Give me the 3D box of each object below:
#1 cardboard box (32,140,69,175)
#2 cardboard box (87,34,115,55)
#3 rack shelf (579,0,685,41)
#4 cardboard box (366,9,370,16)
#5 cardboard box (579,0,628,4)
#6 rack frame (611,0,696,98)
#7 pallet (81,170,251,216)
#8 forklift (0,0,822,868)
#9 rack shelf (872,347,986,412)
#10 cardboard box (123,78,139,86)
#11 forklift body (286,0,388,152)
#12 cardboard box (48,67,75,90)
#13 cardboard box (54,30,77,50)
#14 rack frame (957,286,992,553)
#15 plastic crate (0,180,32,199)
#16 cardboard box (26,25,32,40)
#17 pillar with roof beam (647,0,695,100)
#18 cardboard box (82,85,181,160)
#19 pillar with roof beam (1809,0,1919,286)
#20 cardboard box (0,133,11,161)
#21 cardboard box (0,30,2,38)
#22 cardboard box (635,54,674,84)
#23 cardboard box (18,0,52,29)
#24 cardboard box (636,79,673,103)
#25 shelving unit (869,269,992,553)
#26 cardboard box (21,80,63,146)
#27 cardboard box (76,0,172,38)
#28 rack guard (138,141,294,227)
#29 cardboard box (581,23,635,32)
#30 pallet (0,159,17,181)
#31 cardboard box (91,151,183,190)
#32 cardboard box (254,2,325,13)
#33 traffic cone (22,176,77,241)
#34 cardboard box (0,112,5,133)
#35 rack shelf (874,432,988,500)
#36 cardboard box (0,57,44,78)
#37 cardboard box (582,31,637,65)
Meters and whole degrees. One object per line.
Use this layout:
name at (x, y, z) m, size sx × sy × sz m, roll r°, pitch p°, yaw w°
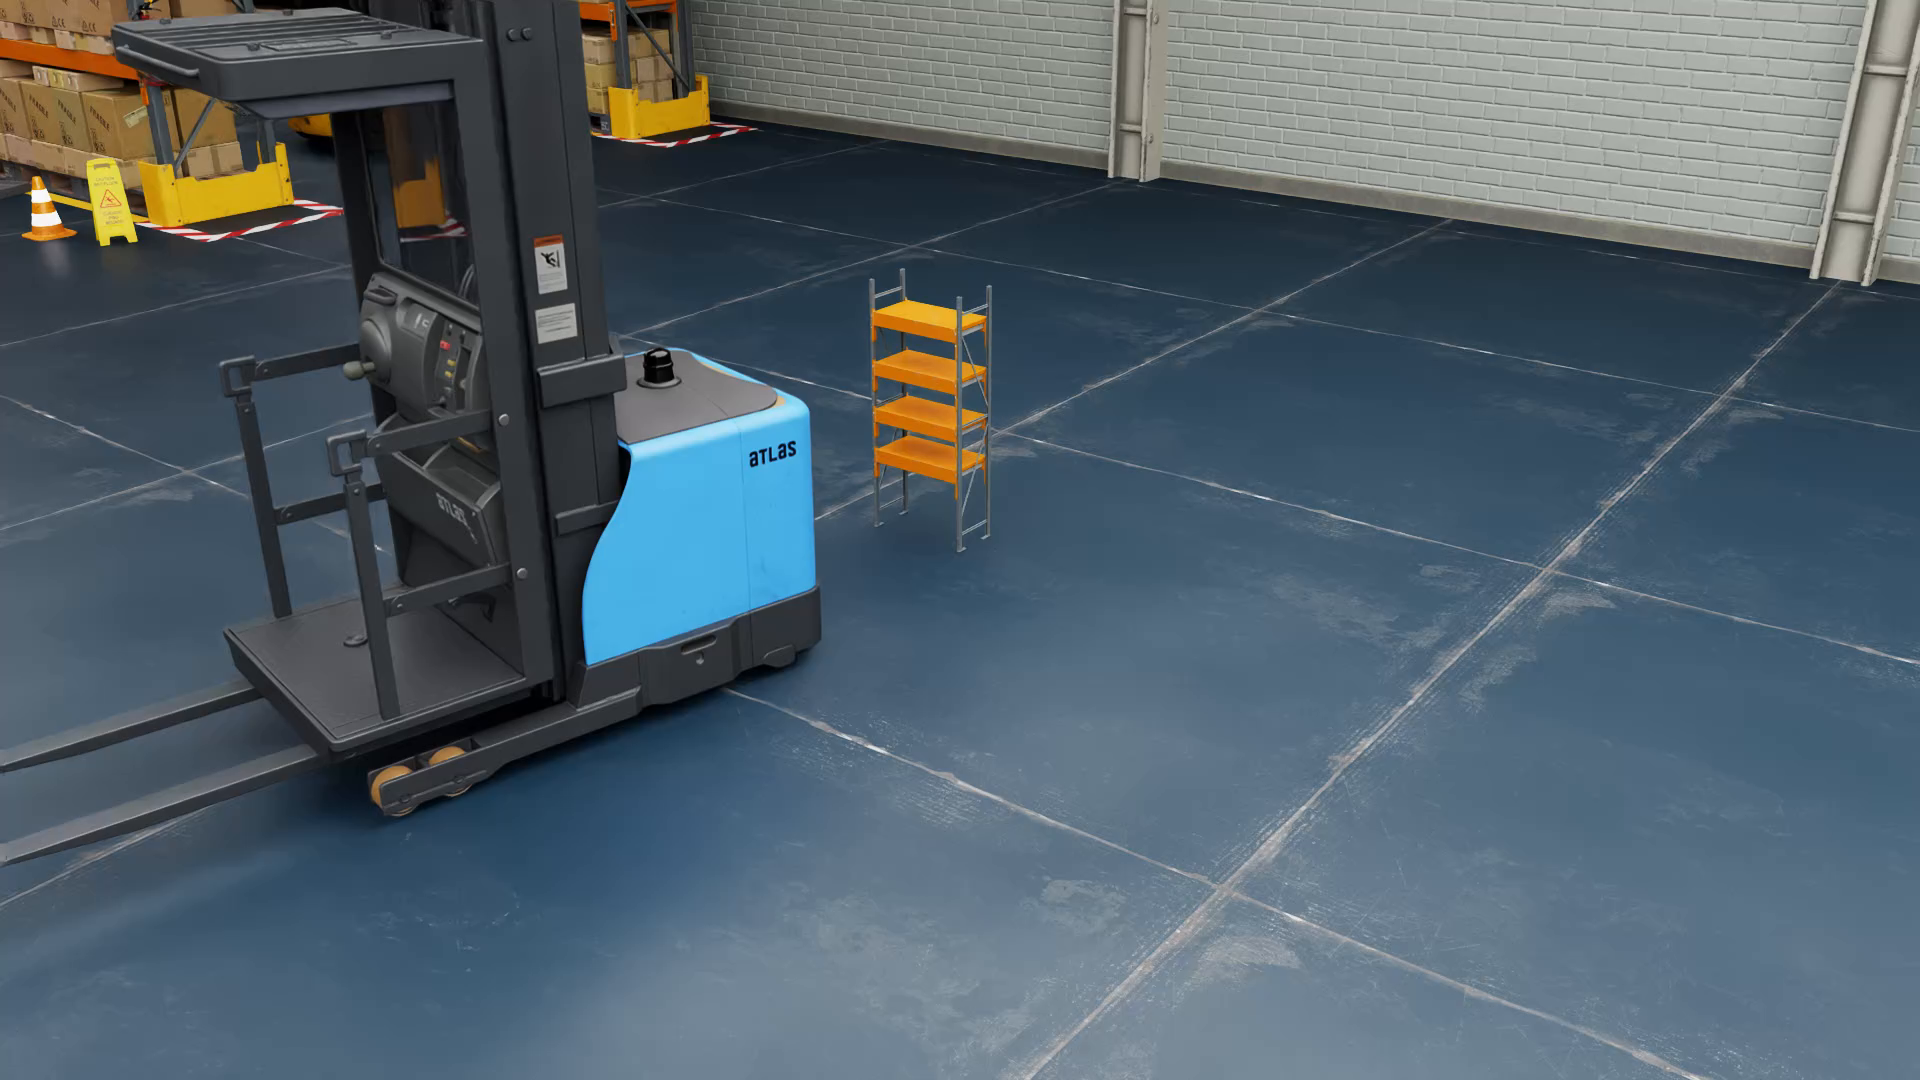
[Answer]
cardboard box at (-7.787, -3.413, 14.665) m, size 0.500 × 0.250 × 0.500 m, roll 16°, pitch 28°, yaw 31°
cardboard box at (-6.844, -4.050, 13.533) m, size 0.250 × 0.149 × 0.380 m, roll 16°, pitch 29°, yaw 33°
rack shelf at (-4.774, -5.875, 18.255) m, size 4.000 × 0.370 × 1.077 m, roll 17°, pitch 29°, yaw 33°
cardboard box at (-7.415, -6.106, 20.312) m, size 0.625 × 0.625 × 0.875 m, roll 16°, pitch 29°, yaw 33°
cardboard box at (-3.725, -5.800, 17.070) m, size 0.500 × 0.500 × 0.500 m, roll 16°, pitch 28°, yaw 32°
rack frame at (-3.173, -5.720, 17.013) m, size 0.127 × 3.000 × 1.000 m, roll 17°, pitch 29°, yaw 33°
pallet at (-6.837, -3.068, 14.452) m, size 1.213 × 0.211 × 1.003 m, roll 17°, pitch 29°, yaw 33°
forklift at (-2.008, -0.646, 5.580) m, size 3.031 × 2.935 × 1.130 m, roll -19°, pitch 30°, yaw -36°
rack shelf at (-0.132, -0.732, 7.536) m, size 0.480 × 0.148 × 0.258 m, roll 17°, pitch 29°, yaw 33°
cardboard box at (-7.067, -3.810, 14.636) m, size 0.500 × 0.500 × 0.500 m, roll 16°, pitch 28°, yaw 31°
forklift body at (-5.785, -5.202, 16.889) m, size 1.214 × 2.155 × 2.313 m, roll 17°, pitch 29°, yaw 33°
cardboard box at (-7.478, -3.930, 14.105) m, size 0.250 × 0.149 × 0.380 m, roll 17°, pitch 29°, yaw 34°
cardboard box at (-7.260, -4.171, 13.808) m, size 0.250 × 0.149 × 0.380 m, roll 17°, pitch 29°, yaw 34°
rack frame at (0.063, -0.530, 7.465) m, size 0.015 × 1.200 × 0.240 m, roll 17°, pitch 29°, yaw 33°
plastic crate at (-8.583, -3.105, 14.698) m, size 0.583 × 0.080 × 0.402 m, roll 7°, pitch 25°, yaw 15°
cardboard box at (-7.786, -4.400, 14.328) m, size 0.250 × 0.149 × 0.380 m, roll 17°, pitch 29°, yaw 33°
pillar with roof beam at (-5.772, -7.536, 13.693) m, size 0.400 × 9.000 × 9.100 m, roll 17°, pitch 29°, yaw 33°
cardboard box at (-6.945, -3.505, 13.943) m, size 0.500 × 0.500 × 0.500 m, roll 17°, pitch 29°, yaw 34°
pillar with roof beam at (3.831, -4.634, 7.107) m, size 0.400 × 9.000 × 9.100 m, roll 17°, pitch 29°, yaw 33°
cardboard box at (-8.604, -3.664, 15.235) m, size 0.500 × 0.250 × 0.500 m, roll 19°, pitch 30°, yaw 36°
cardboard box at (-8.270, -4.478, 14.505) m, size 0.250 × 0.149 × 0.380 m, roll 17°, pitch 29°, yaw 34°
cardboard box at (-3.425, -5.064, 17.792) m, size 0.500 × 0.250 × 0.500 m, roll 17°, pitch 29°, yaw 34°
cardboard box at (-7.543, -4.587, 13.947) m, size 0.500 × 0.500 × 0.500 m, roll 17°, pitch 29°, yaw 33°
cardboard box at (-3.449, -4.836, 17.895) m, size 0.500 × 0.250 × 0.500 m, roll 17°, pitch 29°, yaw 34°
shelving unit at (-0.132, -0.589, 7.599) m, size 0.503 × 1.200 × 0.258 m, roll 17°, pitch 29°, yaw 33°
cardboard box at (-7.764, -3.754, 14.509) m, size 0.500 × 0.500 × 0.500 m, roll 16°, pitch 28°, yaw 32°
cardboard box at (-6.747, -4.342, 13.392) m, size 0.500 × 0.500 × 0.500 m, roll 16°, pitch 29°, yaw 32°
rack guard at (-6.208, -2.992, 13.922) m, size 0.348 × 0.500 × 1.175 m, roll 17°, pitch 29°, yaw 33°
cardboard box at (-3.846, -5.409, 17.955) m, size 0.500 × 0.250 × 0.500 m, roll 17°, pitch 29°, yaw 33°
pallet at (-8.789, -3.658, 15.791) m, size 1.213 × 0.211 × 1.003 m, roll 17°, pitch 29°, yaw 33°
cardboard box at (-6.975, -3.166, 14.105) m, size 0.500 × 0.250 × 0.500 m, roll 17°, pitch 29°, yaw 33°
cardboard box at (-8.556, -6.450, 21.092) m, size 0.625 × 0.625 × 0.875 m, roll 18°, pitch 29°, yaw 35°
traffic cone at (-7.265, -2.645, 13.179) m, size 0.334 × 0.463 × 0.336 m, roll 17°, pitch 29°, yaw 33°
cardboard box at (-8.602, -4.007, 15.083) m, size 0.500 × 0.500 × 0.500 m, roll 18°, pitch 30°, yaw 35°
rack shelf at (-0.132, -0.346, 7.706) m, size 0.480 × 0.148 × 0.258 m, roll 17°, pitch 29°, yaw 33°
cardboard box at (-8.344, -4.192, 14.698) m, size 0.250 × 0.149 × 0.380 m, roll 19°, pitch 30°, yaw 36°
cardboard box at (-3.729, -5.122, 17.305) m, size 0.500 × 0.250 × 0.500 m, roll 18°, pitch 29°, yaw 35°
